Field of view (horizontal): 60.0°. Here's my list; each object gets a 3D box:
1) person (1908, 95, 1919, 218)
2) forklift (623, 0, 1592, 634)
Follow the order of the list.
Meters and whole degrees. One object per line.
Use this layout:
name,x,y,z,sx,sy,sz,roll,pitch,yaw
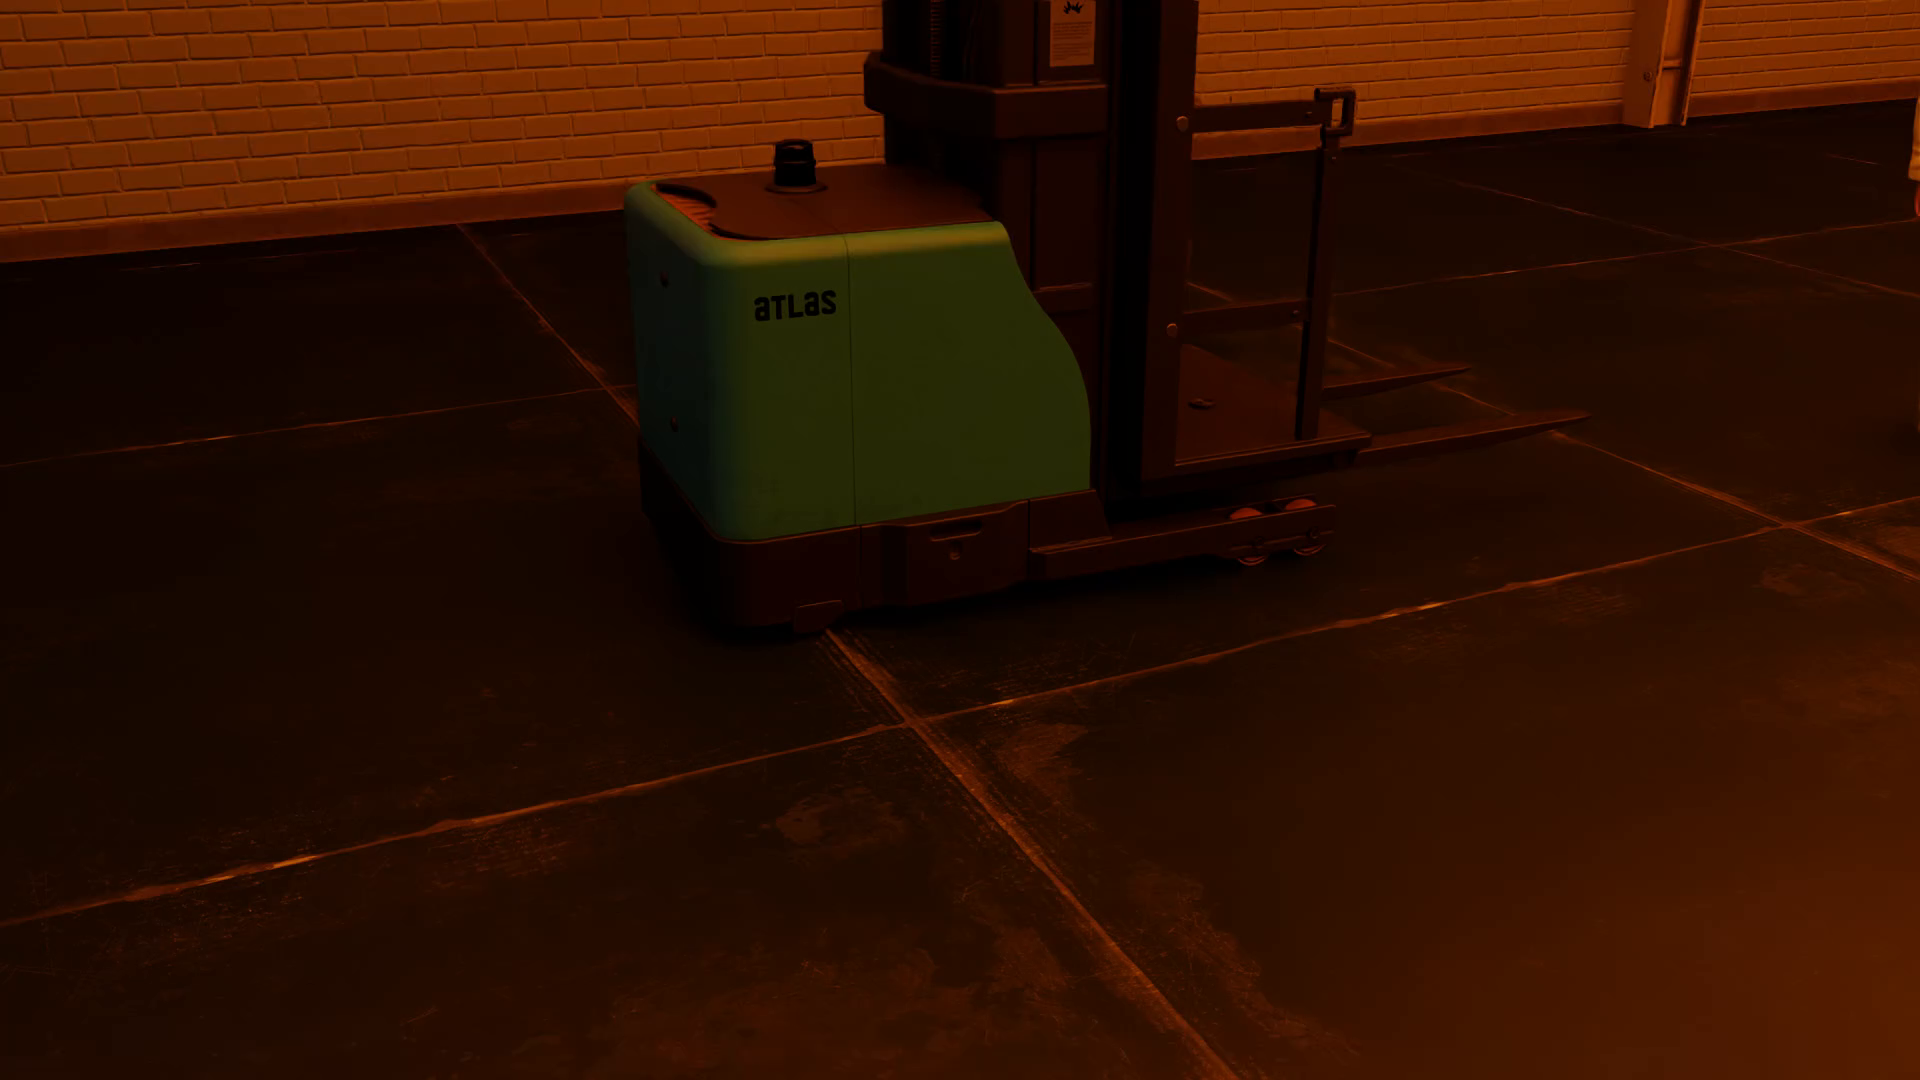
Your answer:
person,3.588,-1.176,5.616,0.536,1.784,0.687,-15,27,-32
forklift,0.580,-1.455,4.789,3.031,2.935,1.130,-9,24,-21
